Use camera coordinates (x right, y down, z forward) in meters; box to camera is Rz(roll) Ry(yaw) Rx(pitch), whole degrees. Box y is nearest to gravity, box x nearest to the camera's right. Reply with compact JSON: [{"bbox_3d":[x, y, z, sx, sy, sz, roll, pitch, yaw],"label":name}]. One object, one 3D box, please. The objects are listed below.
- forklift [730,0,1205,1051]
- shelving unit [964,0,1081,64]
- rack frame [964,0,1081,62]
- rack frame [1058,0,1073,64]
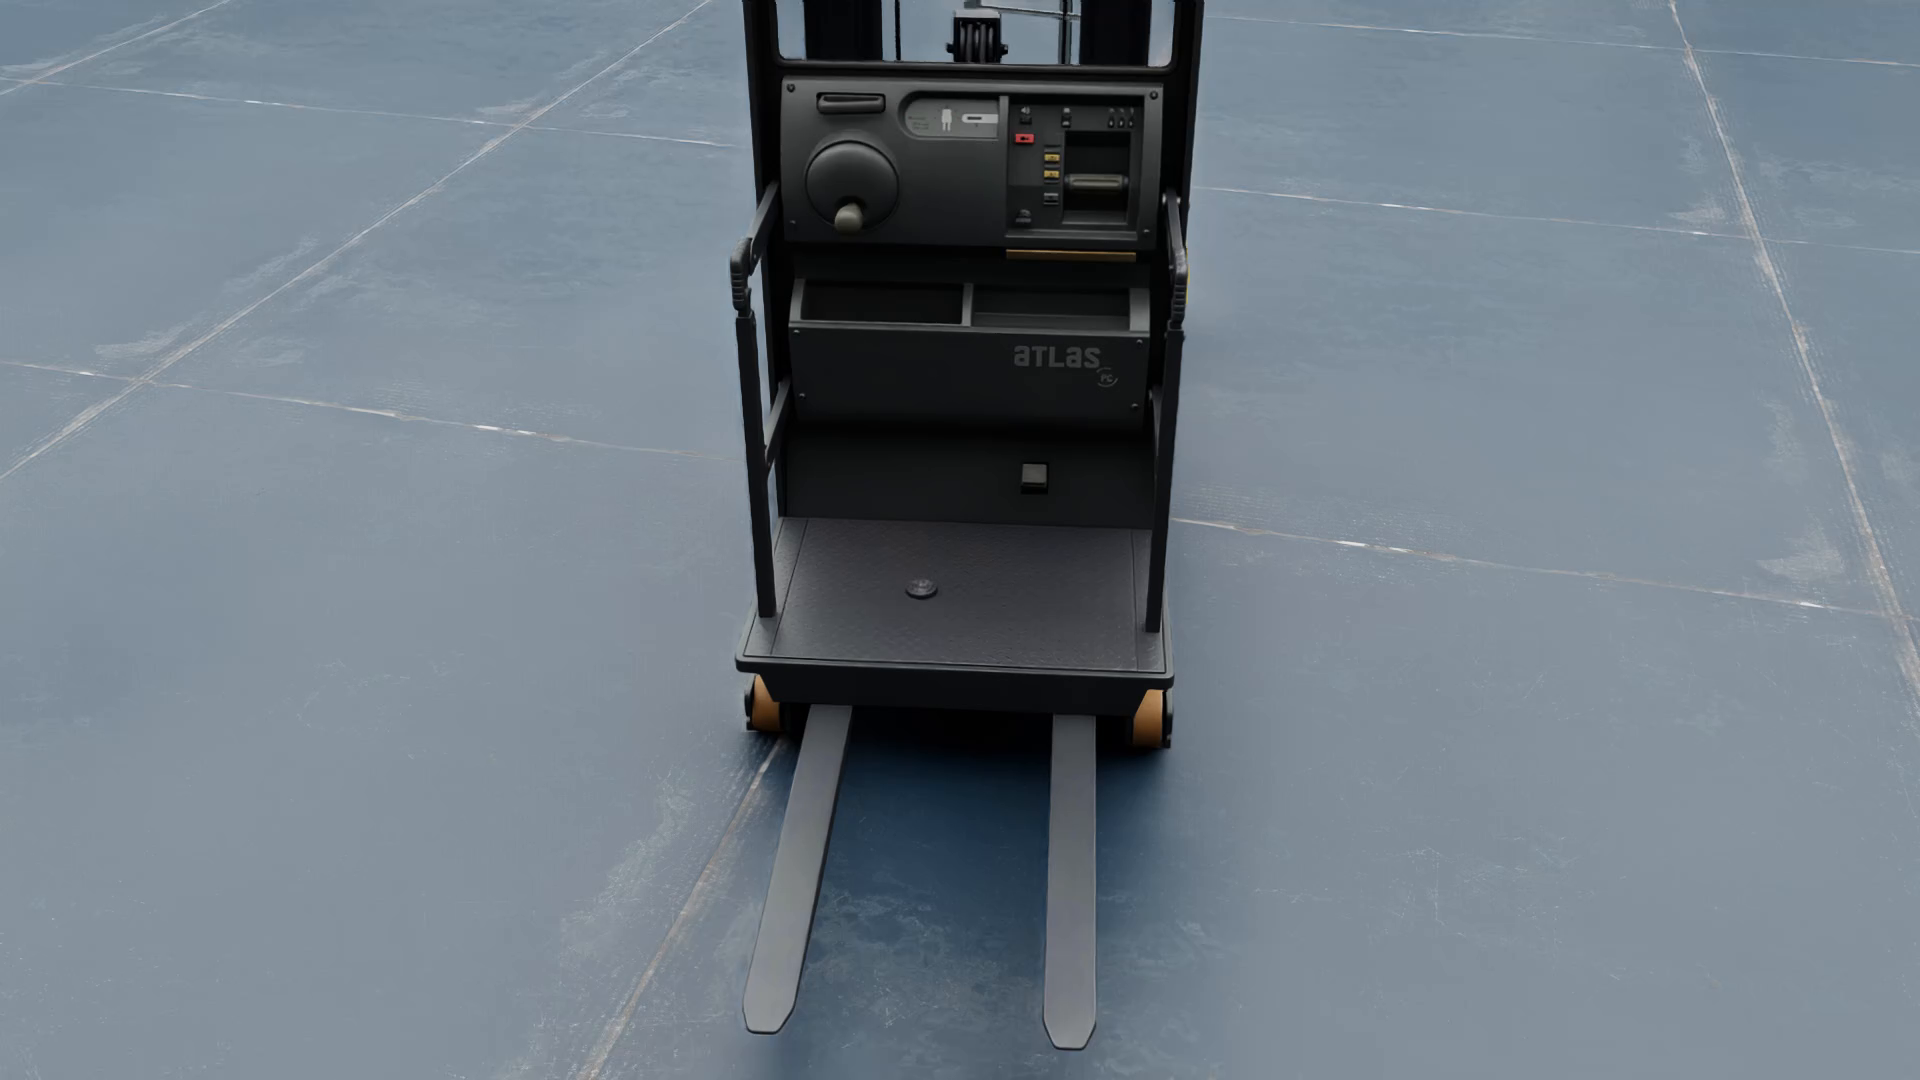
[{"bbox_3d":[0.013,-0.872,3.889,1.130,2.935,3.031,2,33,3],"label":"forklift"},{"bbox_3d":[0.436,-1.392,6.041,0.587,1.500,1.083,12,34,18],"label":"shelving unit"},{"bbox_3d":[0.250,-1.133,5.634,0.500,1.500,0.032,12,34,18],"label":"rack frame"},{"bbox_3d":[0.616,-1.642,6.435,0.500,1.500,0.032,12,34,18],"label":"rack frame"}]
